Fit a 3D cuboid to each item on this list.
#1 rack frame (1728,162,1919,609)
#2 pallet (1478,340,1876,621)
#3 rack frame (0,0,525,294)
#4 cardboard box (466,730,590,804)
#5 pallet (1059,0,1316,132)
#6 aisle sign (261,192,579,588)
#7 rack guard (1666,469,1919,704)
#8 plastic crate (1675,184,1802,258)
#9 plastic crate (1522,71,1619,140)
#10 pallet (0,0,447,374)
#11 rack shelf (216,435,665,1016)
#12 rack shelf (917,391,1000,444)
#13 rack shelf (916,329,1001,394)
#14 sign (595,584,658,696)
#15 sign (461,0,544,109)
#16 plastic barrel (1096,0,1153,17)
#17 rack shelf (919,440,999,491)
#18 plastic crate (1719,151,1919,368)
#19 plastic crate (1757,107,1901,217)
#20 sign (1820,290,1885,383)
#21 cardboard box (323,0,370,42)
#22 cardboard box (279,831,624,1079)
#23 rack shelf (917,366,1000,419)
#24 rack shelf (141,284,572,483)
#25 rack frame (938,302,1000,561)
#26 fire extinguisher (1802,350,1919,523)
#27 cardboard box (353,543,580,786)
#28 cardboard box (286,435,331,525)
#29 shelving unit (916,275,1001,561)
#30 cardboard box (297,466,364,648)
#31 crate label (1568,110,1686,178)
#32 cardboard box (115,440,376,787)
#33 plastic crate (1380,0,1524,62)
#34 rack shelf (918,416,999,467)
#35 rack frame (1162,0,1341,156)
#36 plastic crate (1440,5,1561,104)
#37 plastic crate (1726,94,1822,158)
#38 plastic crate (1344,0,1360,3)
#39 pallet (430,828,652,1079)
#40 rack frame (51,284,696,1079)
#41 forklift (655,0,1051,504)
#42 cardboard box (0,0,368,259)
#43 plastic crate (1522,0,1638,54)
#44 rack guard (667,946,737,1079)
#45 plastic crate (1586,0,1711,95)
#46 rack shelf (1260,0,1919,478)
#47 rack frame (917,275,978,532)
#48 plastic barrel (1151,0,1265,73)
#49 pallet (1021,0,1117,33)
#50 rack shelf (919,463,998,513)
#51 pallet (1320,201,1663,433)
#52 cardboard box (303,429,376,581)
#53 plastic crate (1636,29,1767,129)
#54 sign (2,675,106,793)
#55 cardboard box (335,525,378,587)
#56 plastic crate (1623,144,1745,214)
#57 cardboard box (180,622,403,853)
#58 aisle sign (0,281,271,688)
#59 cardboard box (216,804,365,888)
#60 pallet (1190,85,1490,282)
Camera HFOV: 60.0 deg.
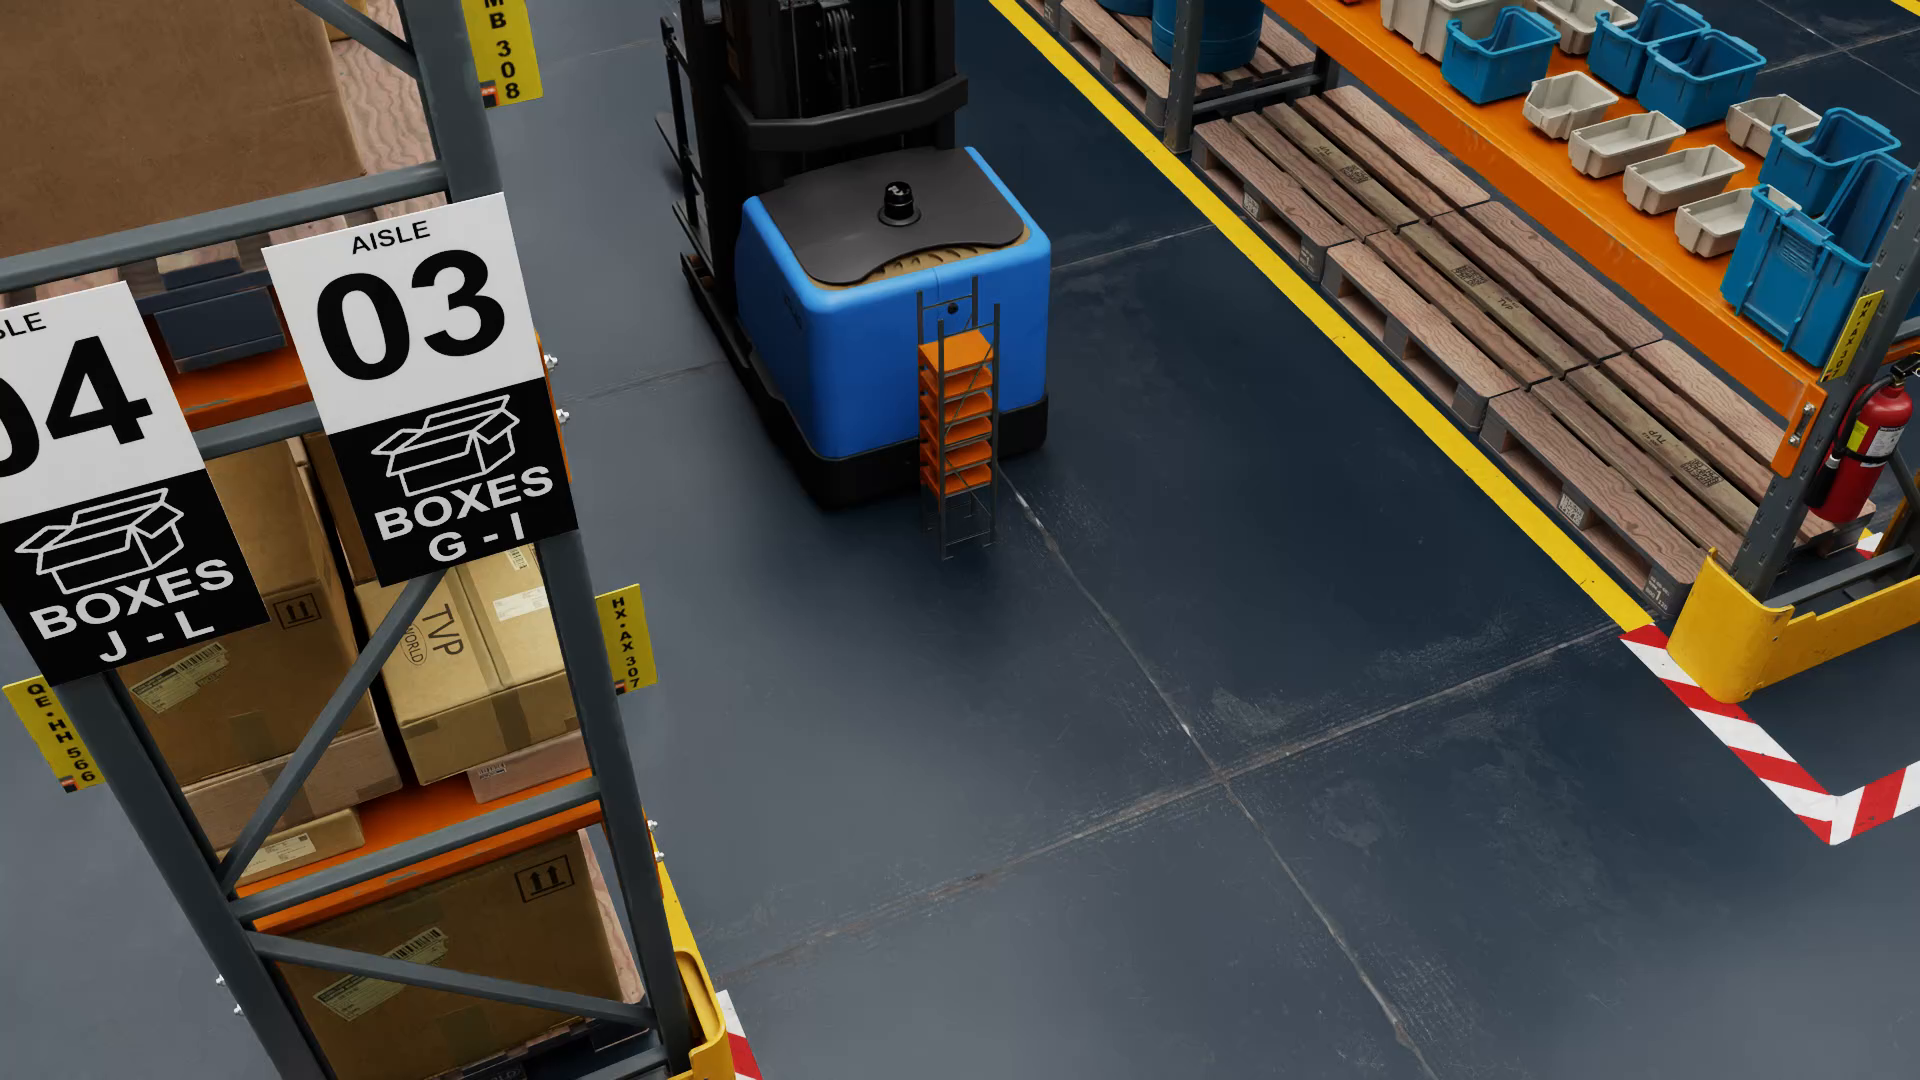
[{"bbox_3d":[3.245,-0.740,5.365,1.000,3.000,0.127,-18,47,-17],"label":"rack frame"},{"bbox_3d":[2.933,-0.285,6.888,1.003,0.211,1.213,-18,47,-17],"label":"pallet"},{"bbox_3d":[-1.249,-1.413,1.775,1.000,3.000,0.127,-18,47,-17],"label":"rack frame"},{"bbox_3d":[-1.099,0.488,4.299,0.380,0.149,0.250,-18,47,-17],"label":"cardboard box"},{"bbox_3d":[1.276,-2.801,9.438,1.003,0.211,1.213,-18,47,-17],"label":"pallet"},{"bbox_3d":[-0.946,-0.246,3.012,0.394,0.787,0.004,-18,47,-17],"label":"aisle sign"},{"bbox_3d":[3.267,0.161,6.231,1.175,0.500,0.348,-18,47,-17],"label":"rack guard"},{"bbox_3d":[2.738,-1.134,5.909,0.396,0.136,0.243,-18,47,-17],"label":"plastic crate"},{"bbox_3d":[2.348,-1.676,6.458,0.298,0.136,0.250,-18,47,-17],"label":"plastic crate"},{"bbox_3d":[-1.570,-0.783,3.336,1.003,0.211,1.213,-18,47,-17],"label":"pallet"},{"bbox_3d":[-2.090,-0.296,5.427,1.077,0.370,4.000,-18,47,-17],"label":"rack shelf"},{"bbox_3d":[-0.006,-0.490,6.285,0.258,0.103,0.180,-18,47,-17],"label":"rack shelf"},{"bbox_3d":[-0.006,-0.661,6.116,0.258,0.103,0.180,-18,47,-17],"label":"rack shelf"},{"bbox_3d":[-0.743,0.226,3.713,0.100,0.325,0.005,-18,47,-17],"label":"sign"},{"bbox_3d":[-0.743,-0.845,2.656,0.100,0.325,0.005,-18,47,-17],"label":"sign"},{"bbox_3d":[1.052,-3.495,9.351,0.600,0.901,0.708,-18,47,-17],"label":"plastic barrel"},{"bbox_3d":[-0.006,-0.319,6.453,0.258,0.103,0.180,-18,47,-17],"label":"rack shelf"},{"bbox_3d":[2.935,-0.933,5.492,0.616,0.435,0.499,-18,47,-17],"label":"plastic crate"},{"bbox_3d":[3.163,-1.376,6.086,0.416,0.233,0.300,-18,47,-17],"label":"plastic crate"},{"bbox_3d":[2.753,-0.626,5.132,0.100,0.325,0.005,-18,47,-17],"label":"sign"},{"bbox_3d":[-1.643,-1.276,3.330,0.700,0.500,0.500,-20,48,-19],"label":"cardboard box"},{"bbox_3d":[-1.591,0.945,4.870,0.875,0.875,0.875,-18,47,-17],"label":"cardboard box"},{"bbox_3d":[-0.006,-0.576,6.201,0.258,0.103,0.180,-18,47,-17],"label":"rack shelf"},{"bbox_3d":[-2.090,-1.364,4.373,1.077,0.370,4.000,-18,47,-17],"label":"rack shelf"},{"bbox_3d":[0.032,-0.378,6.279,0.240,1.200,0.006,-18,47,-17],"label":"rack frame"},{"bbox_3d":[2.896,-0.350,5.289,0.296,0.674,0.183,-18,47,-17],"label":"fire extinguisher"},{"bbox_3d":[-1.206,0.284,4.221,0.500,0.250,0.500,-19,48,-18],"label":"cardboard box"},{"bbox_3d":[-2.120,-0.208,4.720,0.500,0.250,0.500,-20,48,-19],"label":"cardboard box"},{"bbox_3d":[-0.006,-0.436,6.338,0.258,1.200,0.189,-18,47,-17],"label":"shelving unit"},{"bbox_3d":[-1.906,0.116,4.392,0.500,0.250,0.500,-19,48,-18],"label":"cardboard box"},{"bbox_3d":[2.490,-1.493,6.273,0.396,0.136,0.243,-18,47,-17],"label":"crate label"},{"bbox_3d":[-1.692,0.170,3.803,0.500,0.500,0.500,-17,47,-17],"label":"cardboard box"},{"bbox_3d":[2.038,-2.241,6.927,0.437,0.282,0.530,-18,47,-17],"label":"plastic crate"},{"bbox_3d":[-0.006,-0.405,6.369,0.258,0.103,0.180,-18,47,-17],"label":"rack shelf"},{"bbox_3d":[1.563,-3.289,7.948,1.000,3.000,0.127,-18,47,-17],"label":"rack frame"},{"bbox_3d":[2.149,-1.935,6.652,0.416,0.233,0.300,-18,47,-17],"label":"plastic crate"},{"bbox_3d":[3.095,-1.584,6.364,0.250,0.136,0.298,-18,47,-17],"label":"plastic crate"},{"bbox_3d":[1.711,-2.690,7.253,0.402,0.464,0.583,-18,47,-17],"label":"plastic crate"},{"bbox_3d":[-1.656,1.229,5.355,1.003,0.211,1.213,-18,47,-17],"label":"pallet"},{"bbox_3d":[-1.249,0.722,3.882,1.000,3.000,0.127,-18,47,-17],"label":"rack frame"},{"bbox_3d":[-0.681,-2.236,6.930,1.130,2.935,3.031,-17,47,-16],"label":"forklift"},{"bbox_3d":[-1.516,-0.882,2.931,0.700,0.500,0.500,-21,48,-20],"label":"cardboard box"},{"bbox_3d":[2.568,-2.196,6.985,0.293,0.136,0.466,-18,47,-17],"label":"plastic crate"},{"bbox_3d":[-1.239,1.627,4.745,1.175,0.500,0.348,-18,47,-17],"label":"rack guard"},{"bbox_3d":[2.760,-1.987,6.705,0.416,0.233,0.300,-18,47,-17],"label":"plastic crate"},{"bbox_3d":[2.404,-1.759,6.909,1.077,0.370,4.000,-18,47,-17],"label":"rack shelf"},{"bbox_3d":[-0.045,-0.495,6.397,0.240,1.200,0.006,-18,47,-17],"label":"rack frame"},{"bbox_3d":[1.350,-3.044,8.894,0.600,0.901,0.708,-18,47,-17],"label":"plastic barrel"},{"bbox_3d":[0.760,-3.579,10.227,1.003,0.211,1.213,-18,47,-17],"label":"pallet"},{"bbox_3d":[-0.006,-0.234,6.538,0.258,0.103,0.180,-18,47,-17],"label":"rack shelf"},{"bbox_3d":[2.424,-1.061,7.675,1.003,0.211,1.213,-18,47,-17],"label":"pallet"},{"bbox_3d":[-1.416,-0.301,4.281,0.500,0.500,0.500,-19,48,-18],"label":"cardboard box"},{"bbox_3d":[2.886,-1.796,6.511,0.416,0.233,0.300,-18,47,-17],"label":"plastic crate"},{"bbox_3d":[-1.747,0.377,3.239,0.100,0.325,0.005,-18,47,-17],"label":"sign"},{"bbox_3d":[-1.430,-0.045,4.555,0.500,0.250,0.500,-19,48,-18],"label":"cardboard box"},{"bbox_3d":[2.629,-1.323,6.100,0.396,0.136,0.243,-18,47,-17],"label":"plastic crate"},{"bbox_3d":[-1.693,0.439,4.064,0.500,0.250,0.500,-19,48,-18],"label":"cardboard box"},{"bbox_3d":[-1.491,-0.069,2.833,0.394,0.787,0.004,-18,47,-17],"label":"aisle sign"},{"bbox_3d":[-1.697,0.682,4.102,0.380,0.149,0.250,-17,47,-17],"label":"cardboard box"},{"bbox_3d":[1.907,-1.840,8.464,1.003,0.211,1.213,-18,47,-17],"label":"pallet"}]
